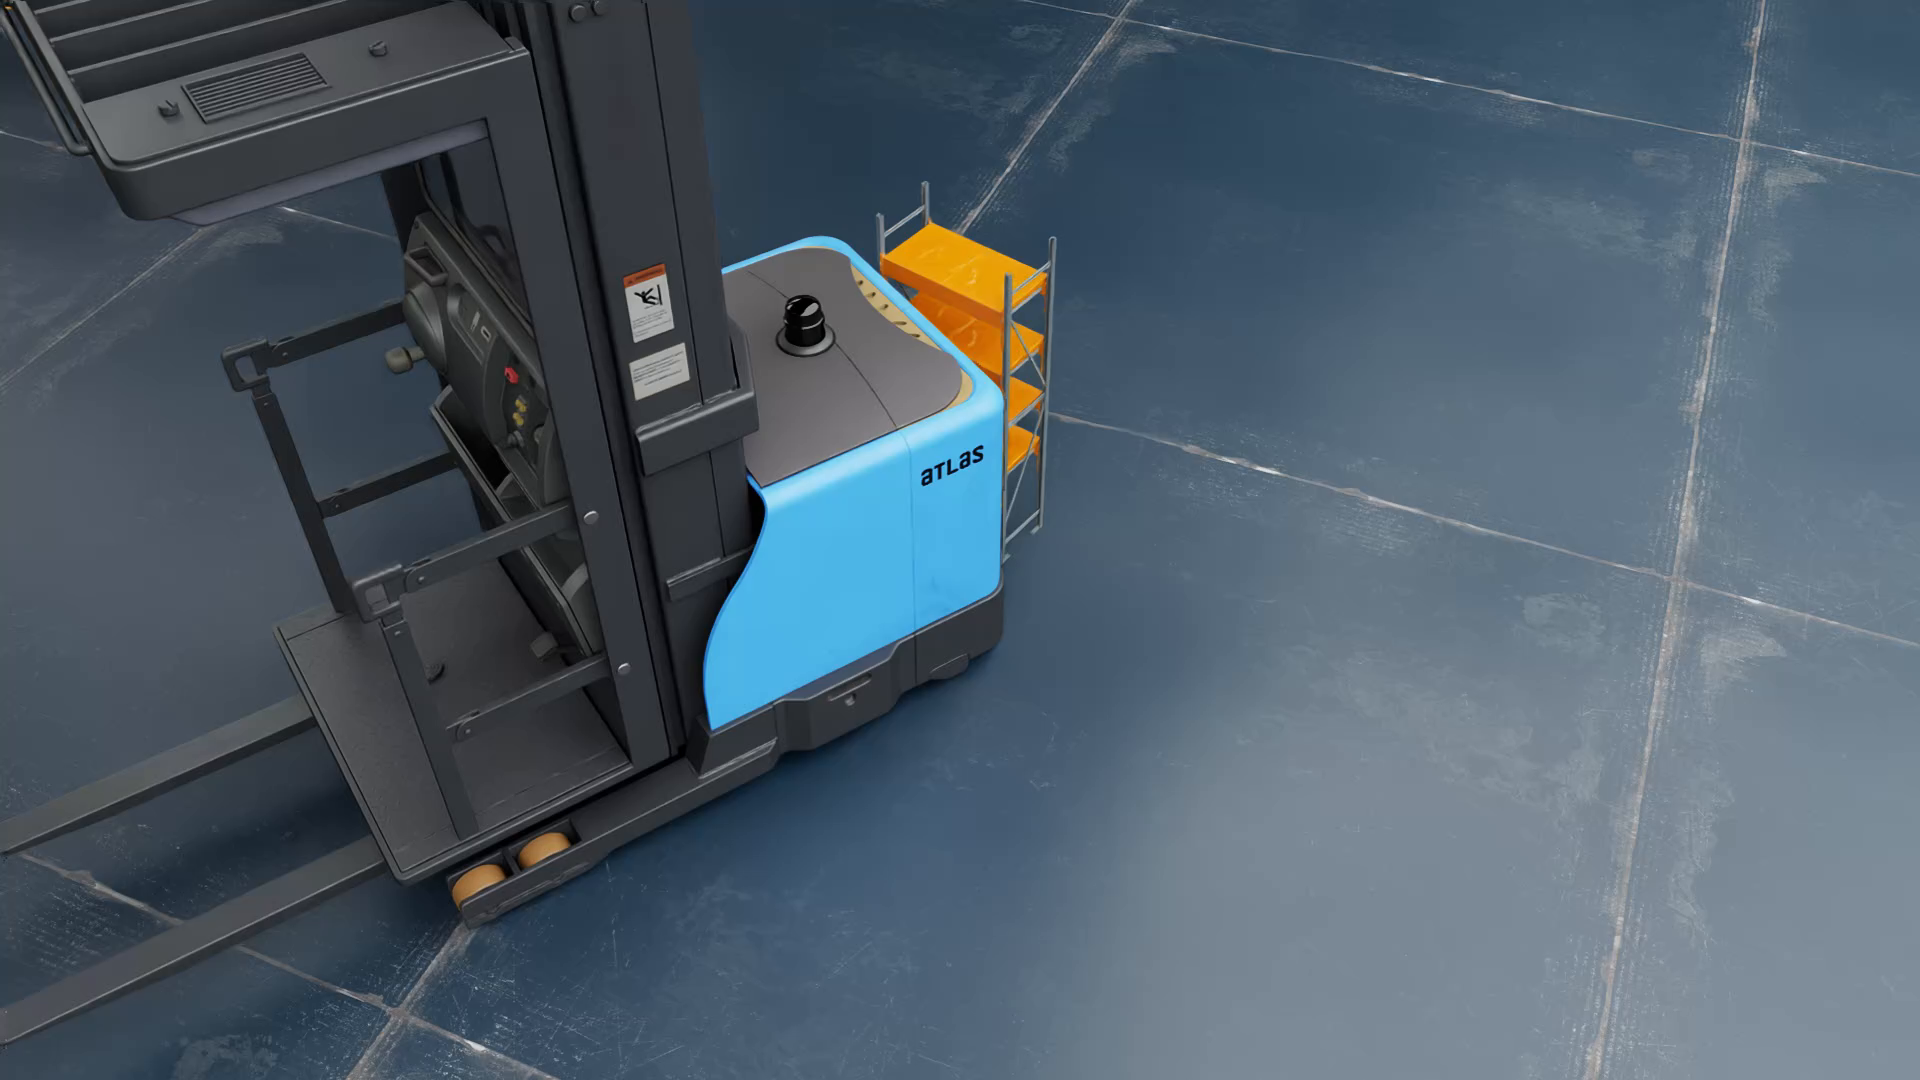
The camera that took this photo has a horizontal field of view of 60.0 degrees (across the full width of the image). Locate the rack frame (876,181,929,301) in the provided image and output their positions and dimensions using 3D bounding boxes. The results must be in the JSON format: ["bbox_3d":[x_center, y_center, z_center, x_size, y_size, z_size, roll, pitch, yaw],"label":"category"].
[{"bbox_3d":[-0.176,-0.621,5.524,0.015,1.200,0.240,29,52,26],"label":"rack frame"}]

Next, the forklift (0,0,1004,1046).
[{"bbox_3d":[-1.372,-0.396,4.070,3.031,2.935,1.130,-25,50,-23],"label":"forklift"}]

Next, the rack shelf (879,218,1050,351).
[{"bbox_3d":[0.016,-0.794,5.140,0.480,0.148,0.258,29,52,26],"label":"rack shelf"}]

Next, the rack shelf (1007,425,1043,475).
[{"bbox_3d":[0.016,-0.327,5.605,0.480,0.148,0.258,29,52,26],"label":"rack shelf"}]

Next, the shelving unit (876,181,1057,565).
[{"bbox_3d":[0.016,-0.516,5.417,0.503,1.200,0.258,29,52,26],"label":"shelving unit"}]

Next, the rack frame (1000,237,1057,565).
[{"bbox_3d":[0.209,-0.410,5.311,0.015,1.200,0.240,29,52,26],"label":"rack frame"}]

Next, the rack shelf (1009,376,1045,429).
[{"bbox_3d":[0.016,-0.468,5.465,0.480,0.148,0.258,29,52,26],"label":"rack shelf"}]

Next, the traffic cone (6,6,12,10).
[{"bbox_3d":[-4.929,-2.992,8.429,0.334,0.463,0.336,16,47,16],"label":"traffic cone"}]

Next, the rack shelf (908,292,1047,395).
[{"bbox_3d":[0.016,-0.626,5.307,0.480,0.148,0.258,29,52,26],"label":"rack shelf"}]
